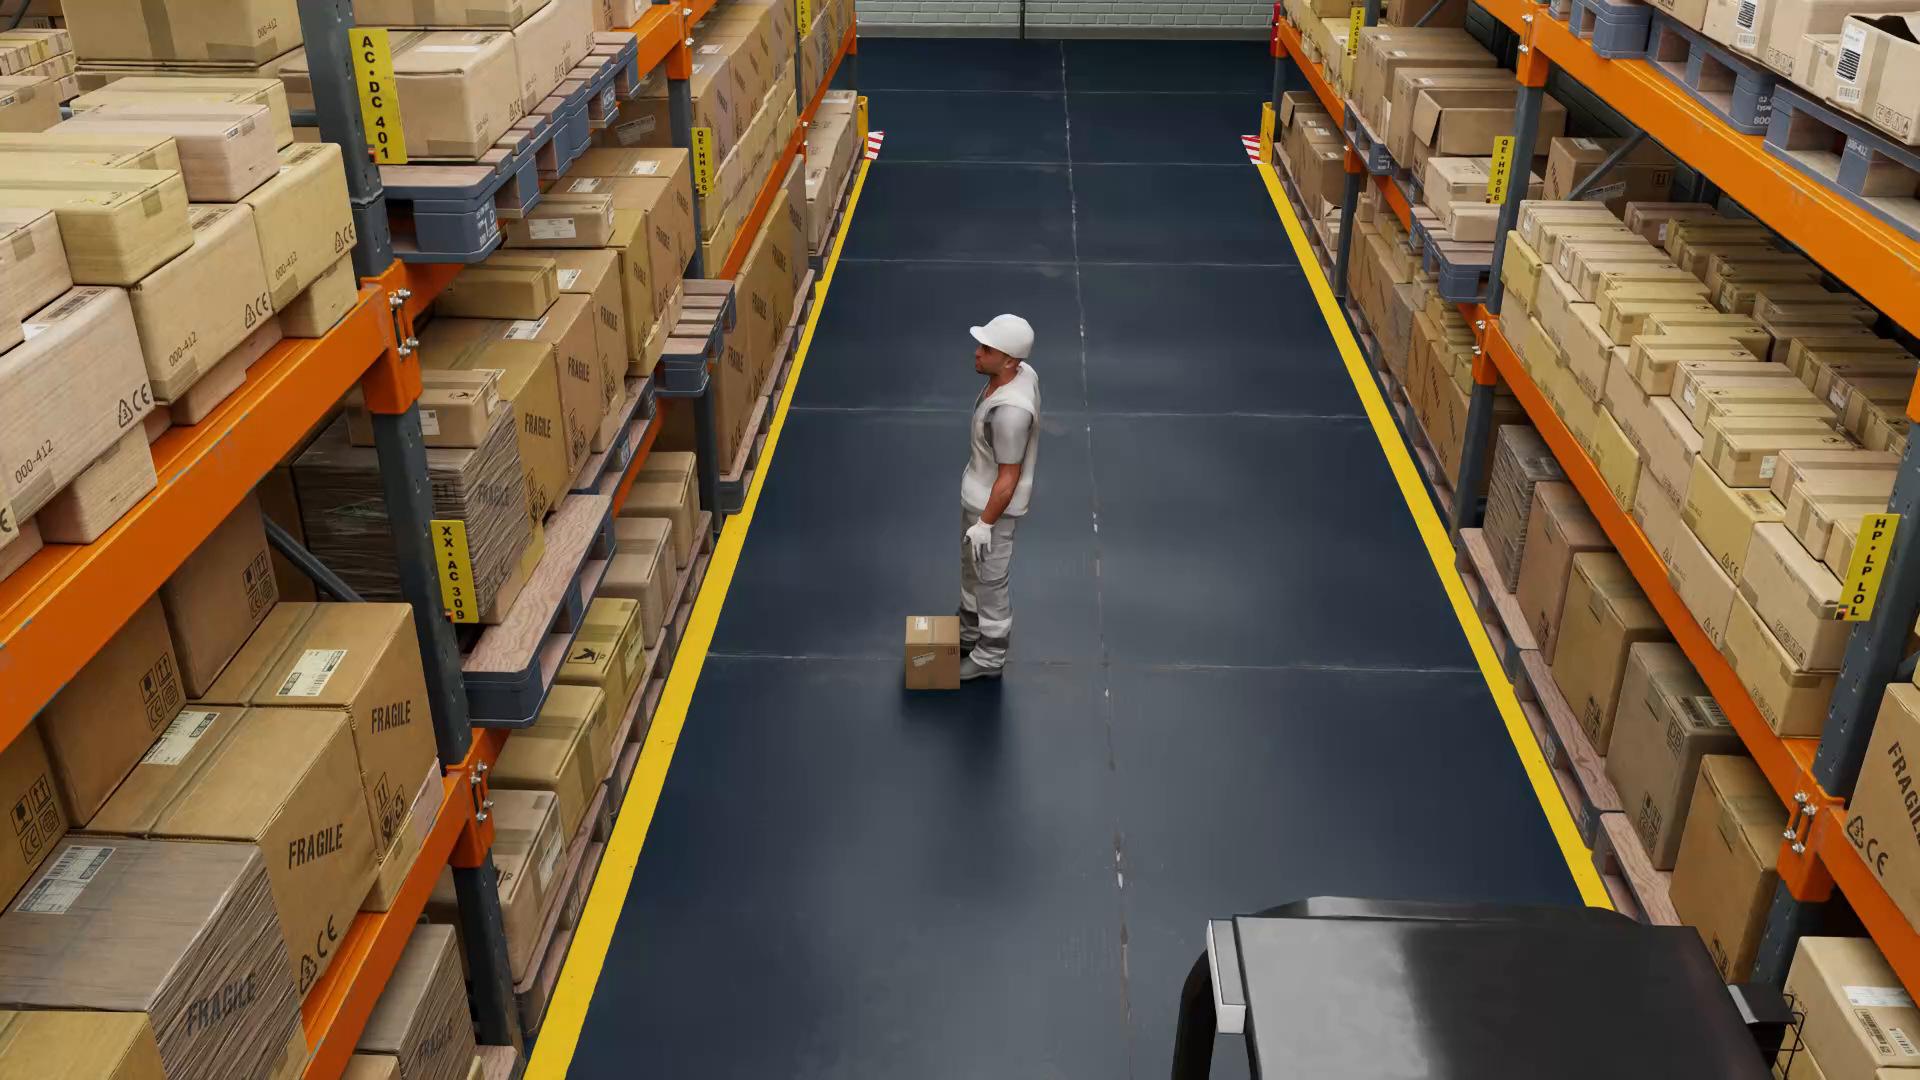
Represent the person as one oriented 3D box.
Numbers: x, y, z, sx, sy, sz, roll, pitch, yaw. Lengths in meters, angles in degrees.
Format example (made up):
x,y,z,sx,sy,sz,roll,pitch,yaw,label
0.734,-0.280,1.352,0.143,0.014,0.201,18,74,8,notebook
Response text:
x,y,z,sx,sy,sz,roll,pitch,yaw,label
0.068,-0.176,7.410,0.565,1.787,0.637,1,28,2,person
